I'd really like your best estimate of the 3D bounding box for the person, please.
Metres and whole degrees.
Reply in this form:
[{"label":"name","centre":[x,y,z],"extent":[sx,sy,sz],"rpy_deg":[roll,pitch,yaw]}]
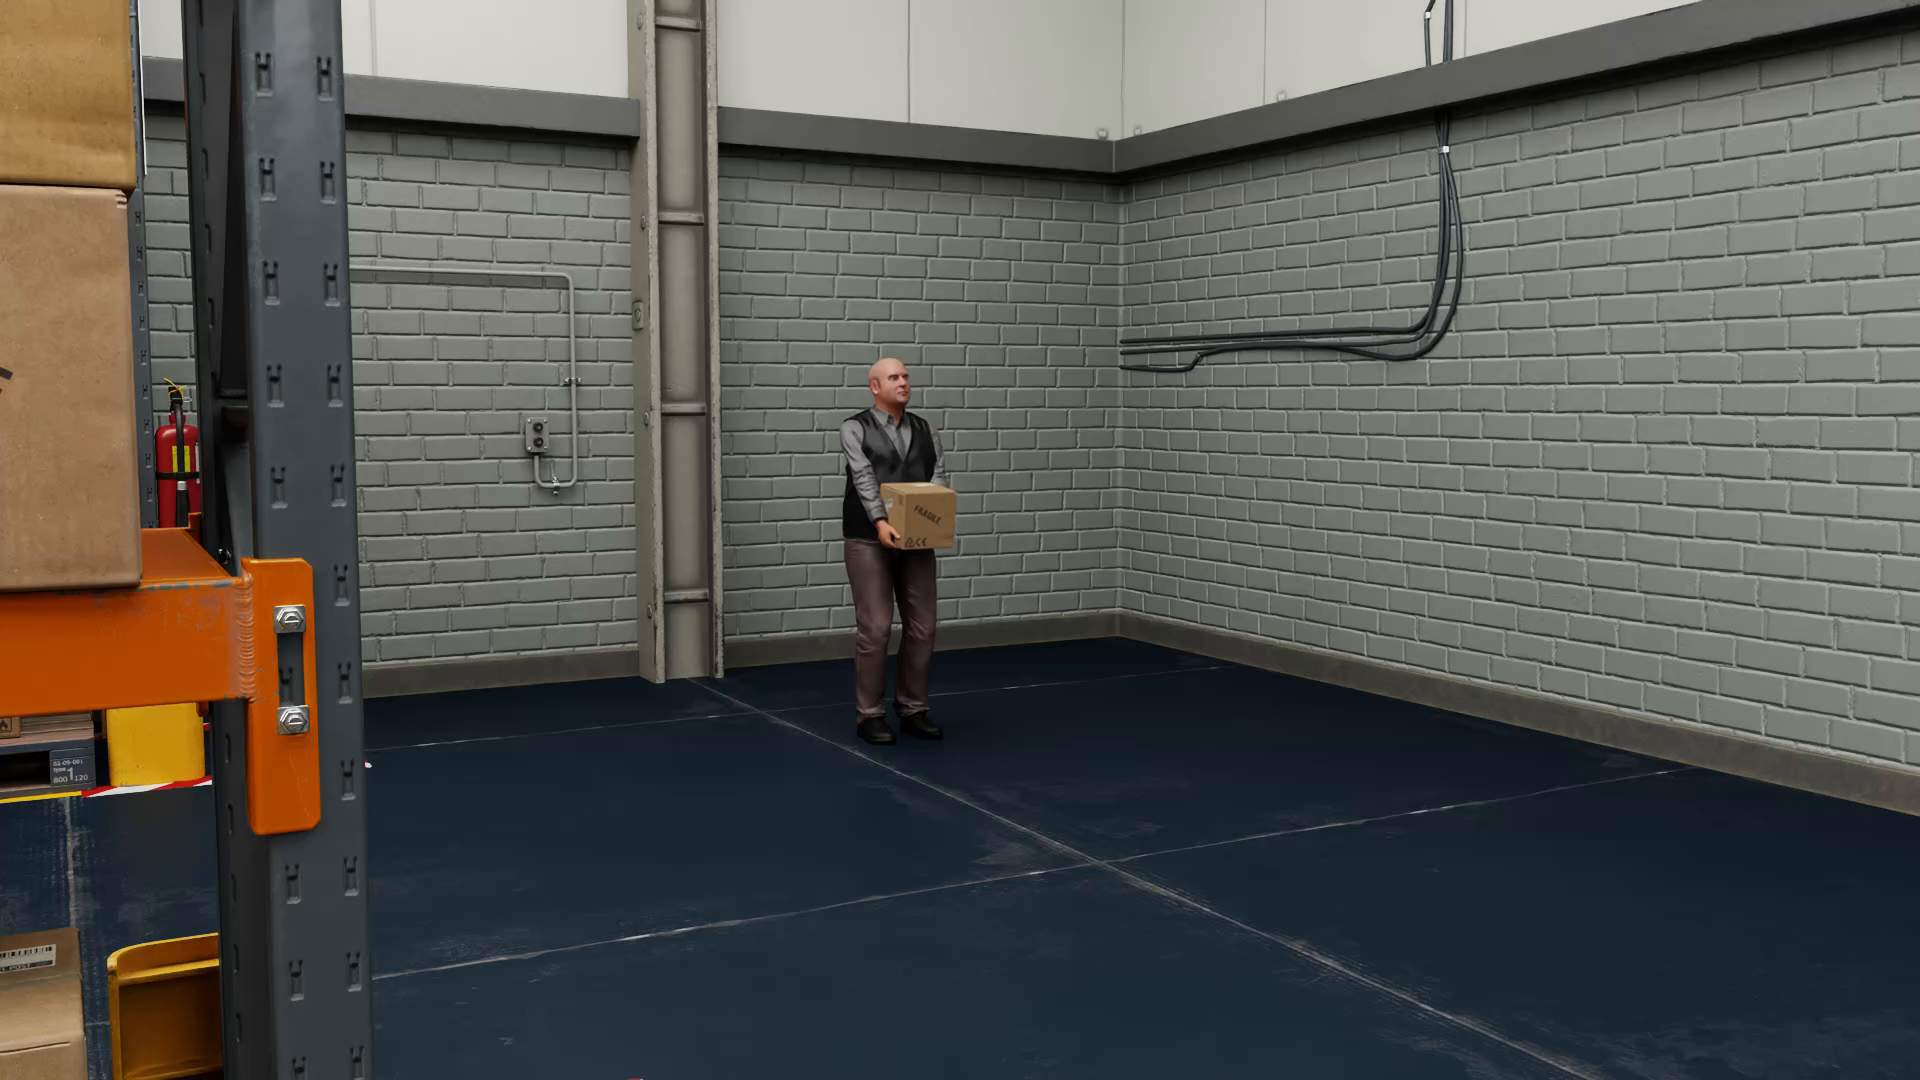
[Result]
[{"label":"person","centre":[-0.256,0.040,7.473],"extent":[0.494,1.711,0.558],"rpy_deg":[-3,6,-28]}]
